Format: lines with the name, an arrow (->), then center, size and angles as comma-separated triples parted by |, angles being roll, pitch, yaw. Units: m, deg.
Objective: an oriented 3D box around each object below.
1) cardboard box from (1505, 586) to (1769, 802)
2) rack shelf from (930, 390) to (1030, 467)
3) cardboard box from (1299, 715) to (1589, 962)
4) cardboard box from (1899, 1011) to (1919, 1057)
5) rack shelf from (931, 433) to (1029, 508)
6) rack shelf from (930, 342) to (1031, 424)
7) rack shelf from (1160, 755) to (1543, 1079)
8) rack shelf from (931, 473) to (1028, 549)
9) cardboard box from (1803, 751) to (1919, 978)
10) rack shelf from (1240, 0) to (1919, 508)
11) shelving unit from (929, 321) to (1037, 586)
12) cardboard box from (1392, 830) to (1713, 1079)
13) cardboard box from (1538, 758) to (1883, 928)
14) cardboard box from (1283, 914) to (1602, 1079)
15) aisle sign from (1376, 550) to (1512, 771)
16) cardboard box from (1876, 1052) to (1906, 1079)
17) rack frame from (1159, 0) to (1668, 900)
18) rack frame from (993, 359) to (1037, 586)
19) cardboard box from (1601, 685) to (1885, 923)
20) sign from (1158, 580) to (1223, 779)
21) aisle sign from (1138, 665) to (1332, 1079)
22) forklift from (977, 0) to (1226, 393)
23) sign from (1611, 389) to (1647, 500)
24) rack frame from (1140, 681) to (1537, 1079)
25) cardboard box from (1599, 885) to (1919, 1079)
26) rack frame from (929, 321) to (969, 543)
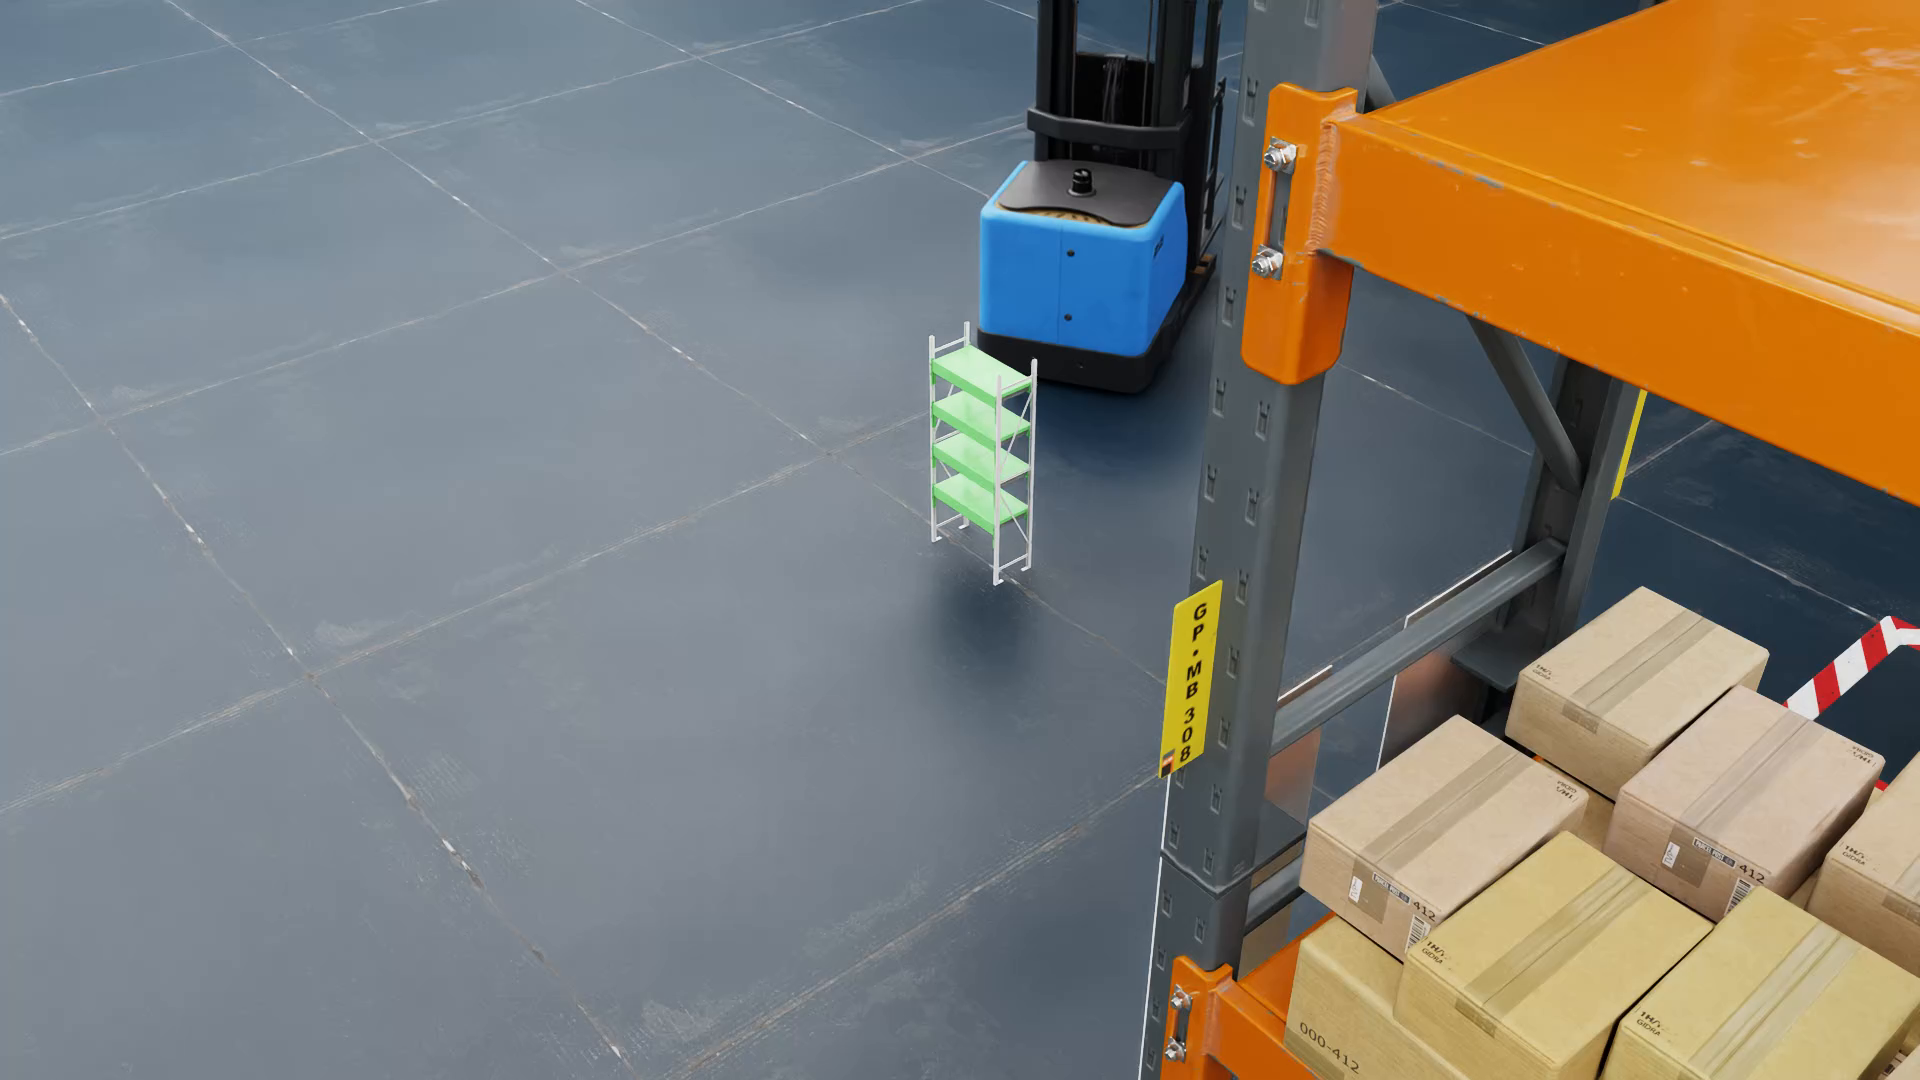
cardboard box -> 1.168, 0.265, 2.872 | 0.380, 0.149, 0.250 | -26, 43, -32
rack shelf -> 0.107, -0.560, 8.099 | 0.258, 0.148, 0.480 | -26, 43, -32
cardboard box -> 0.751, 0.466, 2.587 | 0.380, 0.149, 0.250 | -26, 43, -32
cardboard box -> 1.580, 0.759, 2.519 | 0.500, 0.250, 0.500 | -26, 43, -32
rack shelf -> 0.107, -0.364, 8.238 | 0.258, 0.148, 0.480 | -26, 43, -32
rack shelf -> 0.107, -0.756, 7.961 | 0.258, 0.148, 0.480 | -26, 43, -32
rack shelf -> 2.041, 1.537, 1.913 | 1.077, 0.370, 4.000 | -26, 43, -32
rack shelf -> 0.107, -0.169, 8.377 | 0.258, 0.148, 0.480 | -26, 43, -32
cardboard box -> 1.506, 0.503, 2.535 | 0.380, 0.149, 0.250 | -28, 44, -34
rack shelf -> 2.041, 0.314, 1.047 | 1.077, 0.370, 4.000 | -26, 43, -32
shelving unit -> 0.107, -0.417, 8.201 | 0.258, 1.200, 0.503 | -26, 43, -32
cardboard box -> 0.845, 0.617, 2.374 | 0.380, 0.149, 0.250 | -25, 42, -31
cardboard box -> 1.255, 0.539, 2.829 | 0.500, 0.250, 0.500 | -25, 42, -31
cardboard box -> 0.864, 0.730, 2.559 | 0.500, 0.250, 0.500 | -25, 42, -30
aisle sign -> 0.939, 0.384, 3.264 | 0.394, 0.787, 0.004 | -26, 43, -32
cardboard box -> 1.201, 0.956, 2.241 | 0.500, 0.250, 0.500 | -27, 43, -33
rack frame -> 0.750, -0.864, 2.085 | 1.000, 3.000, 0.127 | -26, 43, -32
rack frame -> 0.264, -0.309, 8.049 | 0.240, 1.200, 0.015 | -26, 43, -32
cardboard box -> 1.246, 0.423, 2.648 | 0.380, 0.149, 0.250 | -28, 44, -33
sign -> 0.336, 0.206, 2.414 | 0.100, 0.325, 0.005 | -26, 43, -32
aisle sign -> 0.481, 0.608, 2.948 | 0.394, 0.787, 0.004 | -26, 43, -32
forklift -> 1.077, -2.905, 10.217 | 1.130, 2.935, 3.031 | 12, 37, 16
sign -> 1.187, -0.200, 2.976 | 0.100, 0.325, 0.005 | -26, 43, -32
rack frame -> 0.750, 1.584, 3.819 | 1.000, 3.000, 0.127 | -26, 43, -32
cardboard box -> 1.102, 0.682, 2.282 | 0.380, 0.149, 0.250 | -27, 43, -33
rack frame -> -0.051, -0.524, 8.353 | 0.240, 1.200, 0.015 | -26, 43, -32
